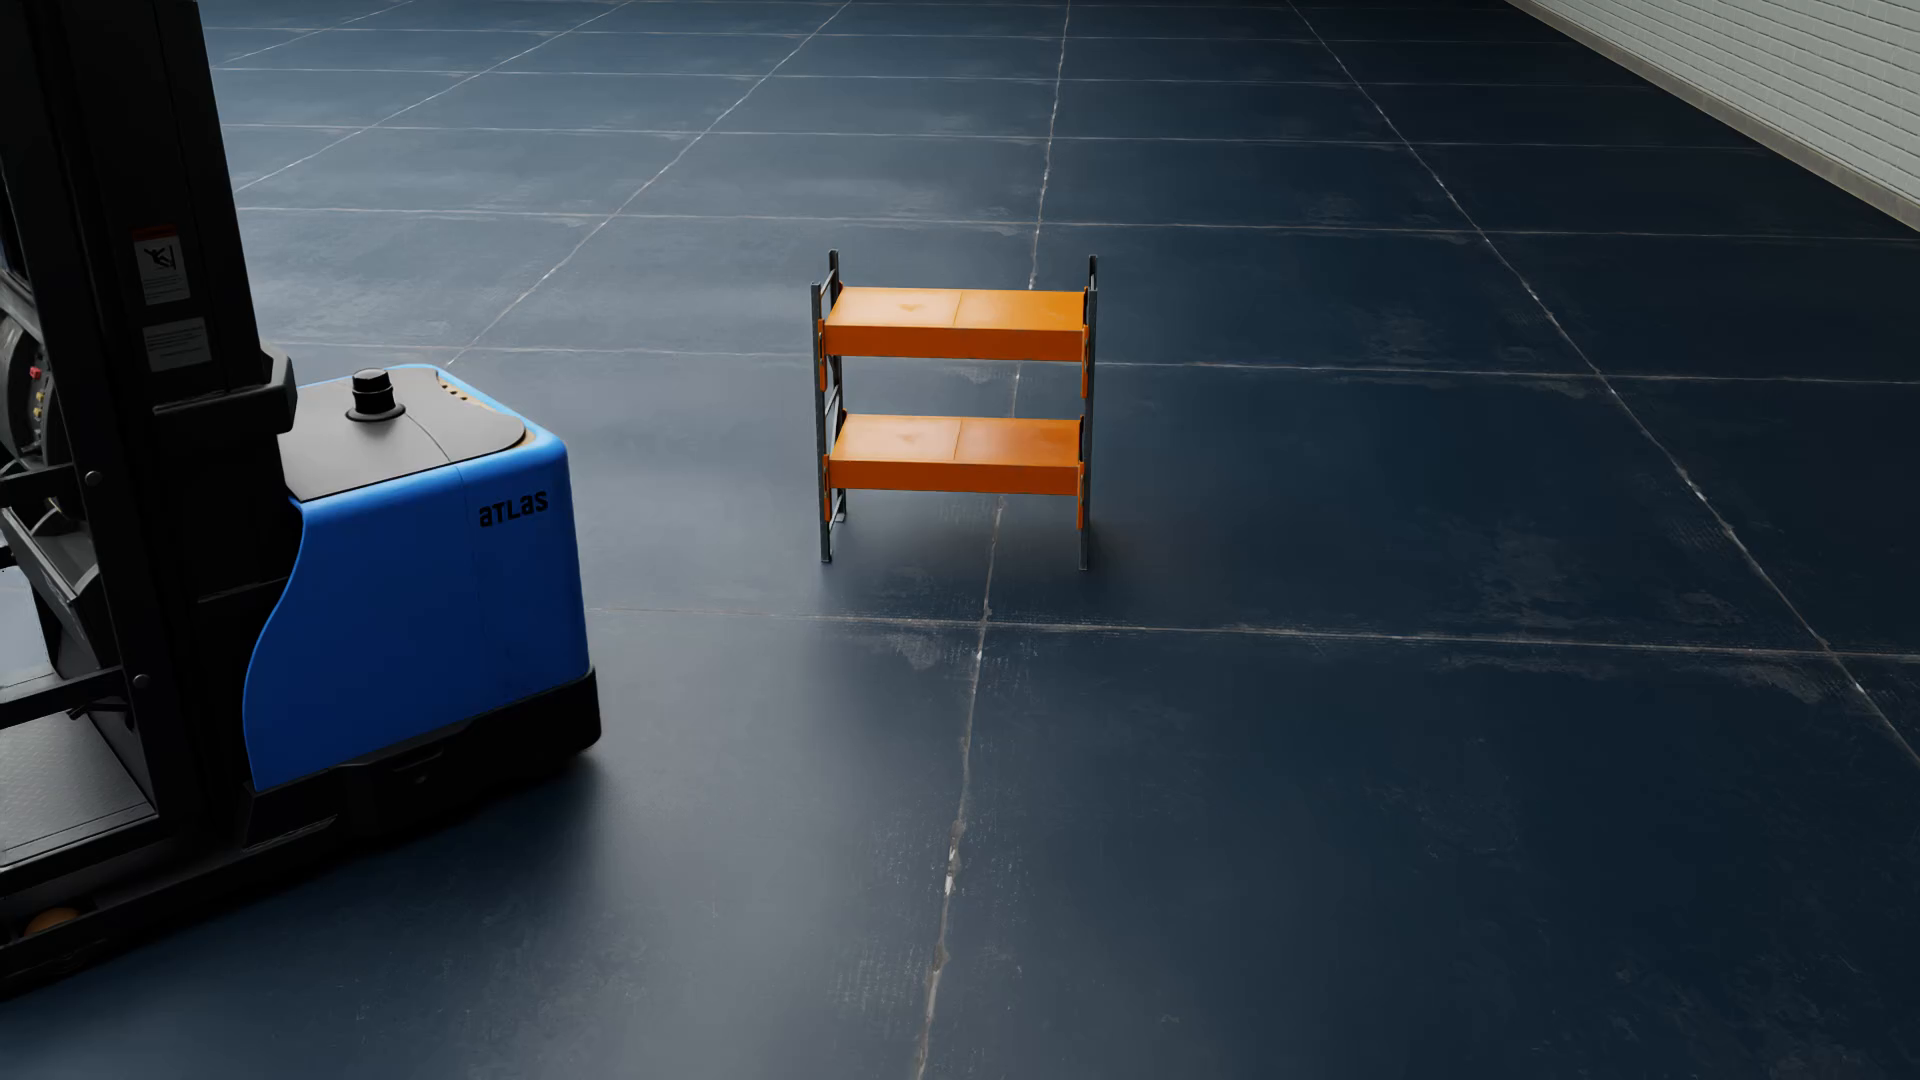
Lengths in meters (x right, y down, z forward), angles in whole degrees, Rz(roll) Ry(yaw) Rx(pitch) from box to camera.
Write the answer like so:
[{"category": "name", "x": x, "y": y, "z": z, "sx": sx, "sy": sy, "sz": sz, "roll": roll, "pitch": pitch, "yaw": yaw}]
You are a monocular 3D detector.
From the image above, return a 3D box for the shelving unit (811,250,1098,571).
[{"category": "shelving unit", "x": -0.007, "y": -0.511, "z": 6.515, "sx": 1.048, "sy": 1.125, "sz": 0.538, "roll": 2, "pitch": 25, "yaw": 4}]

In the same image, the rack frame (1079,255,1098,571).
[{"category": "rack frame", "x": 0.500, "y": -0.495, "z": 6.480, "sx": 0.032, "sy": 1.125, "sz": 0.500, "roll": 2, "pitch": 25, "yaw": 4}]

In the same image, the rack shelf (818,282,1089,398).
[{"category": "rack shelf", "x": -0.007, "y": -0.777, "z": 6.393, "sx": 1.000, "sy": 0.278, "sz": 0.538, "roll": 2, "pitch": 25, "yaw": 4}]

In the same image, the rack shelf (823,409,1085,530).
[{"category": "rack shelf", "x": -0.007, "y": -0.289, "z": 6.618, "sx": 1.000, "sy": 0.278, "sz": 0.538, "roll": 2, "pitch": 25, "yaw": 4}]

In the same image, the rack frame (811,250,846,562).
[{"category": "rack frame", "x": -0.514, "y": -0.527, "z": 6.551, "sx": 0.032, "sy": 1.125, "sz": 0.500, "roll": 2, "pitch": 25, "yaw": 4}]

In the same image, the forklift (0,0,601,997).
[{"category": "forklift", "x": -2.585, "y": -0.405, "z": 4.123, "sx": 3.031, "sy": 2.935, "sz": 1.130, "roll": -19, "pitch": 31, "yaw": -36}]
